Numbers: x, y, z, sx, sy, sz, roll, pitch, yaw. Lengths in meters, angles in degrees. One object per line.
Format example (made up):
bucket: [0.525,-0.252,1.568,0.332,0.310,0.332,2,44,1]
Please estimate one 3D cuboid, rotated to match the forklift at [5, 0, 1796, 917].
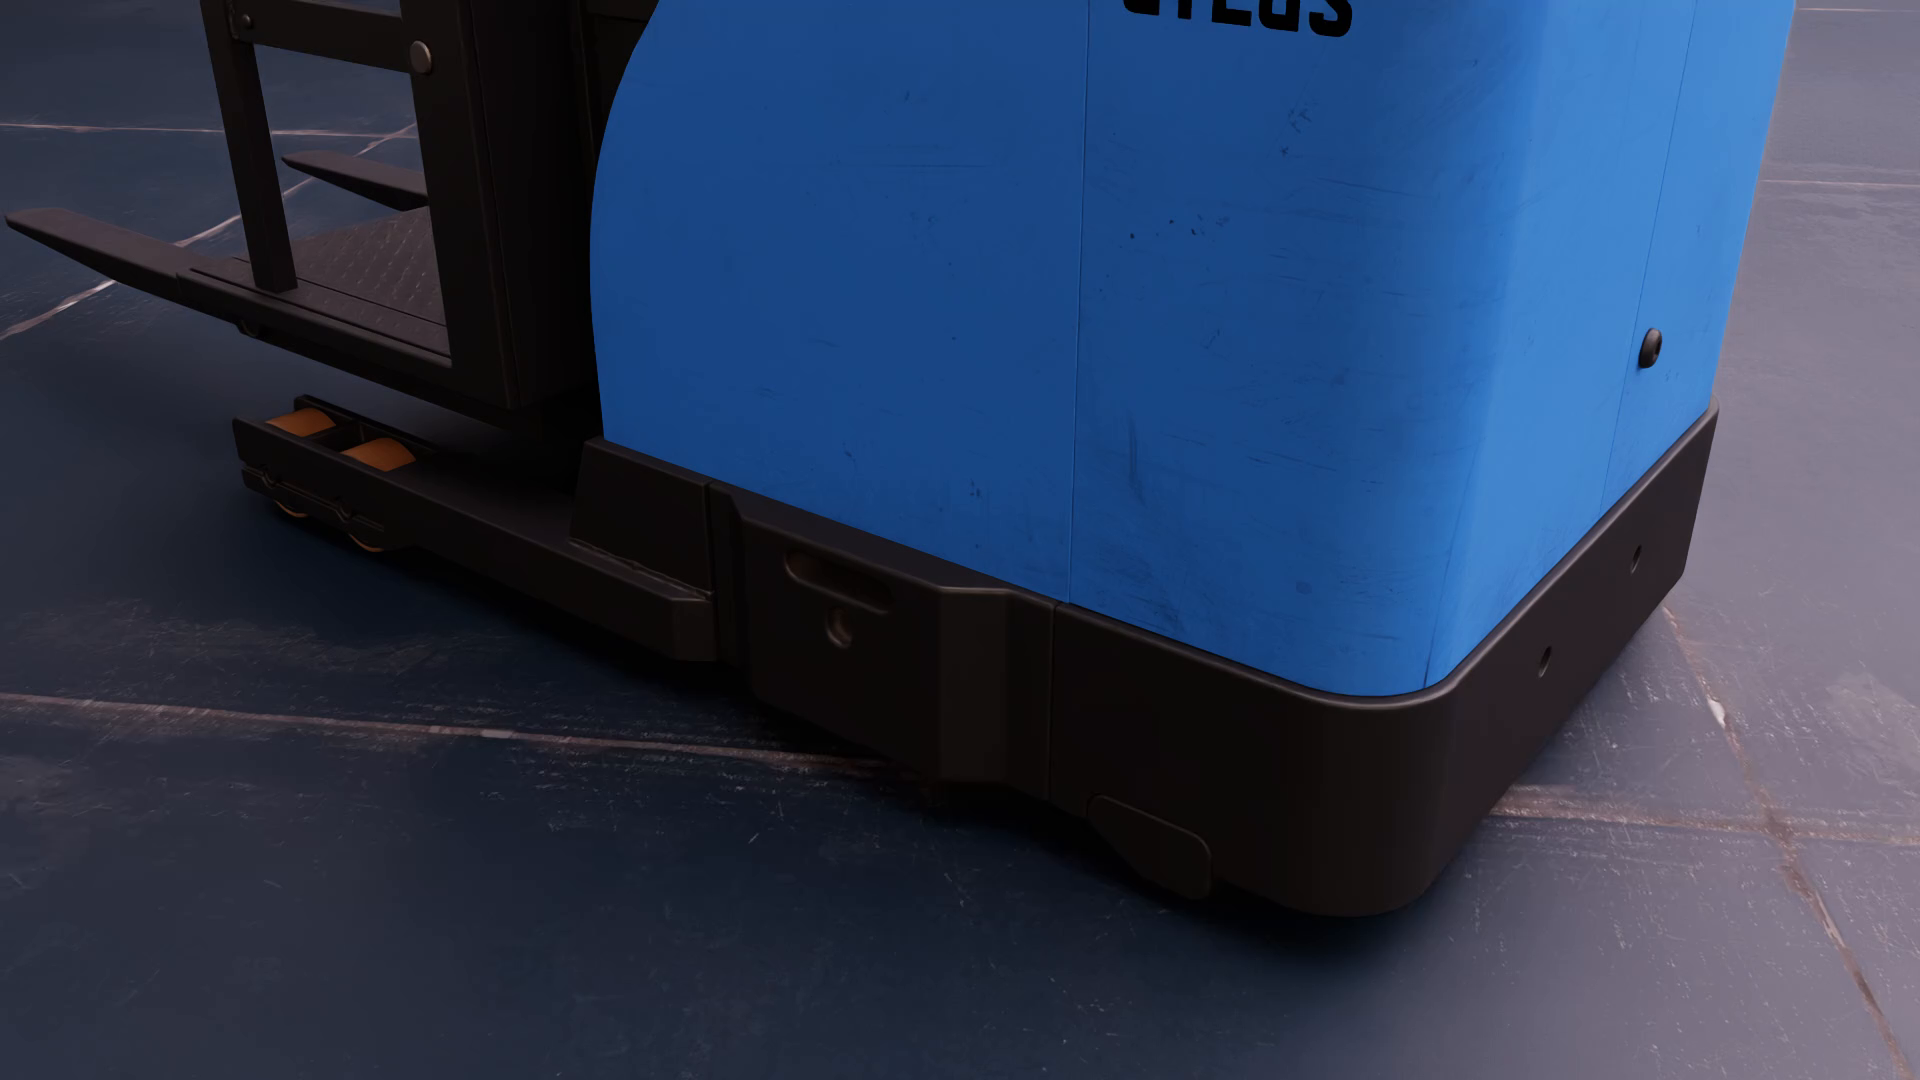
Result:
forklift: [-0.486,-1.460,2.144,3.031,2.935,1.130,19,32,33]
